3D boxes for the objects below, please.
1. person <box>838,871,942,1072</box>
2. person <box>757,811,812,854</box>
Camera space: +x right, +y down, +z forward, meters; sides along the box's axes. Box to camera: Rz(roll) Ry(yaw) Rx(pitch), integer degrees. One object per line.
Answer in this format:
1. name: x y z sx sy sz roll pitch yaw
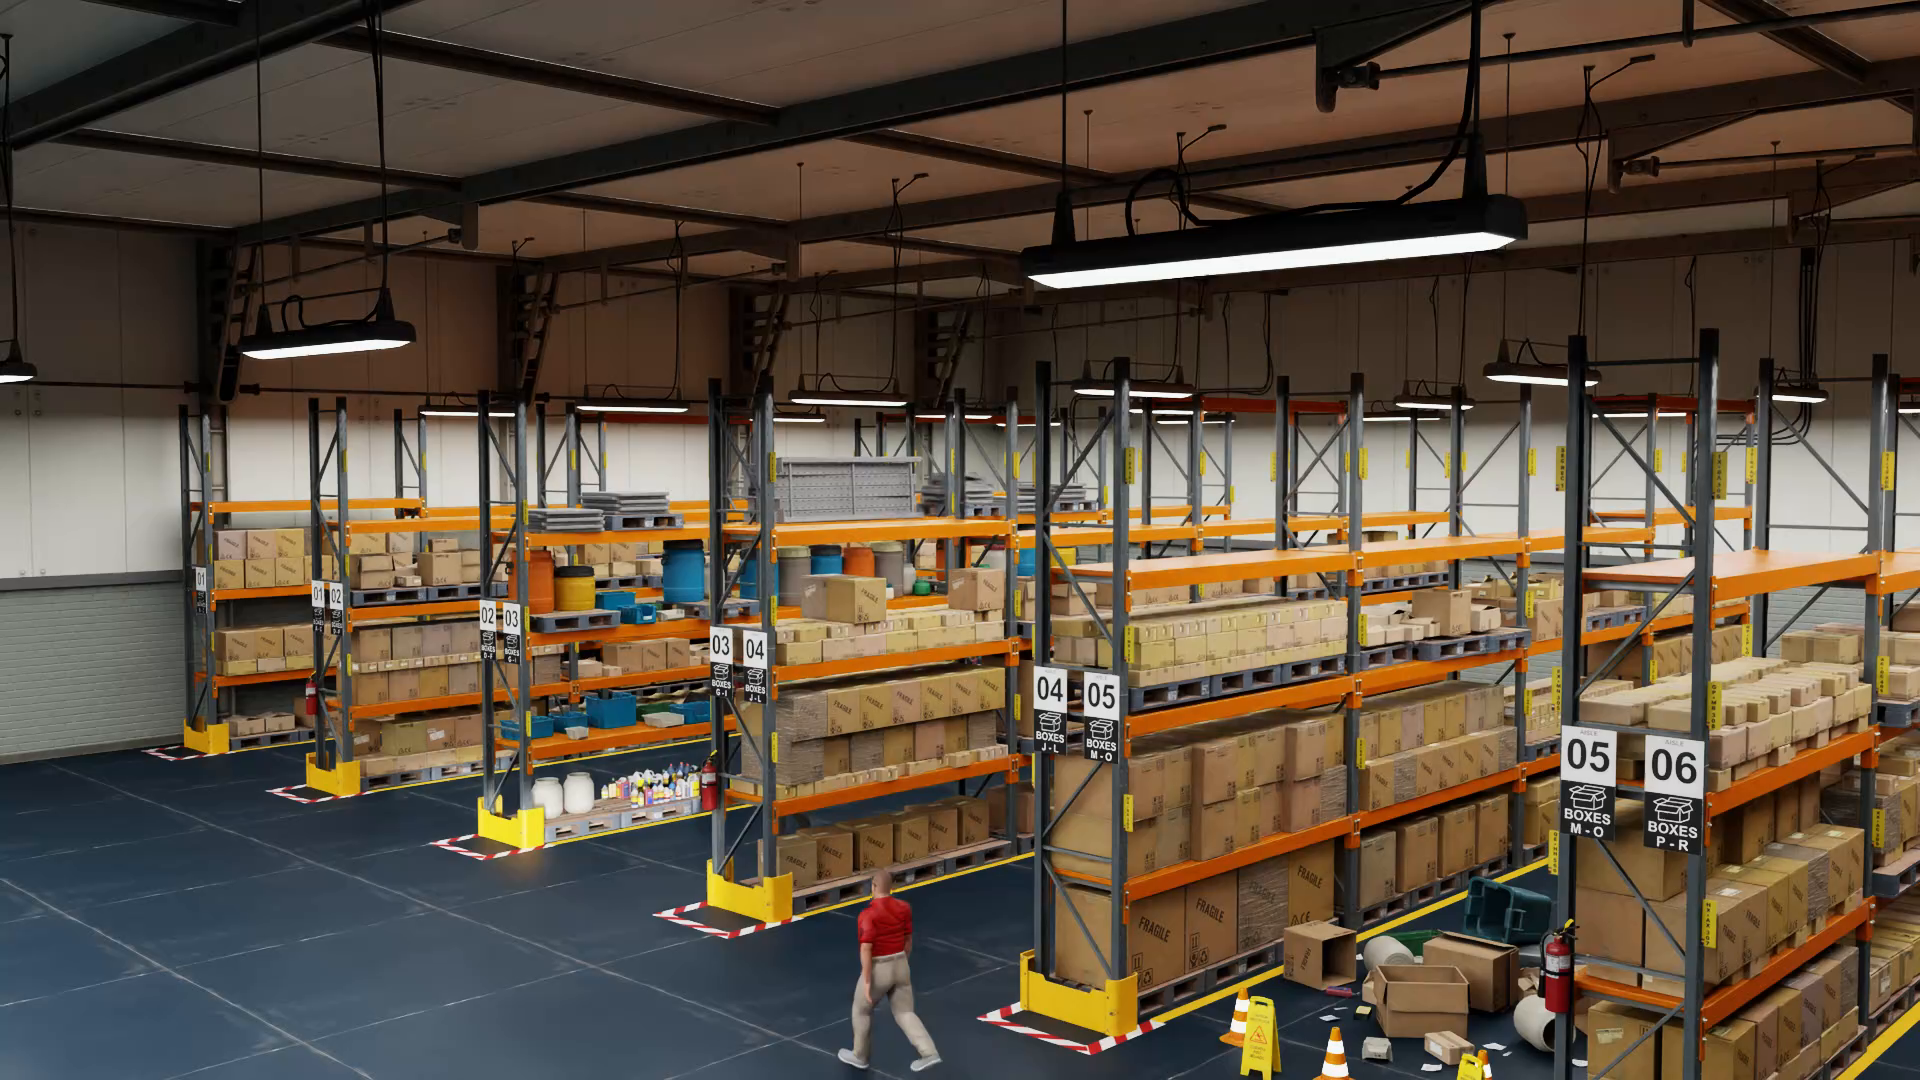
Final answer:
1. person: -0.608 3.584 13.768 0.540 1.682 1.019 -3 4 -44
2. person: -2.269 3.196 21.581 0.867 1.626 0.489 -1 3 -23
